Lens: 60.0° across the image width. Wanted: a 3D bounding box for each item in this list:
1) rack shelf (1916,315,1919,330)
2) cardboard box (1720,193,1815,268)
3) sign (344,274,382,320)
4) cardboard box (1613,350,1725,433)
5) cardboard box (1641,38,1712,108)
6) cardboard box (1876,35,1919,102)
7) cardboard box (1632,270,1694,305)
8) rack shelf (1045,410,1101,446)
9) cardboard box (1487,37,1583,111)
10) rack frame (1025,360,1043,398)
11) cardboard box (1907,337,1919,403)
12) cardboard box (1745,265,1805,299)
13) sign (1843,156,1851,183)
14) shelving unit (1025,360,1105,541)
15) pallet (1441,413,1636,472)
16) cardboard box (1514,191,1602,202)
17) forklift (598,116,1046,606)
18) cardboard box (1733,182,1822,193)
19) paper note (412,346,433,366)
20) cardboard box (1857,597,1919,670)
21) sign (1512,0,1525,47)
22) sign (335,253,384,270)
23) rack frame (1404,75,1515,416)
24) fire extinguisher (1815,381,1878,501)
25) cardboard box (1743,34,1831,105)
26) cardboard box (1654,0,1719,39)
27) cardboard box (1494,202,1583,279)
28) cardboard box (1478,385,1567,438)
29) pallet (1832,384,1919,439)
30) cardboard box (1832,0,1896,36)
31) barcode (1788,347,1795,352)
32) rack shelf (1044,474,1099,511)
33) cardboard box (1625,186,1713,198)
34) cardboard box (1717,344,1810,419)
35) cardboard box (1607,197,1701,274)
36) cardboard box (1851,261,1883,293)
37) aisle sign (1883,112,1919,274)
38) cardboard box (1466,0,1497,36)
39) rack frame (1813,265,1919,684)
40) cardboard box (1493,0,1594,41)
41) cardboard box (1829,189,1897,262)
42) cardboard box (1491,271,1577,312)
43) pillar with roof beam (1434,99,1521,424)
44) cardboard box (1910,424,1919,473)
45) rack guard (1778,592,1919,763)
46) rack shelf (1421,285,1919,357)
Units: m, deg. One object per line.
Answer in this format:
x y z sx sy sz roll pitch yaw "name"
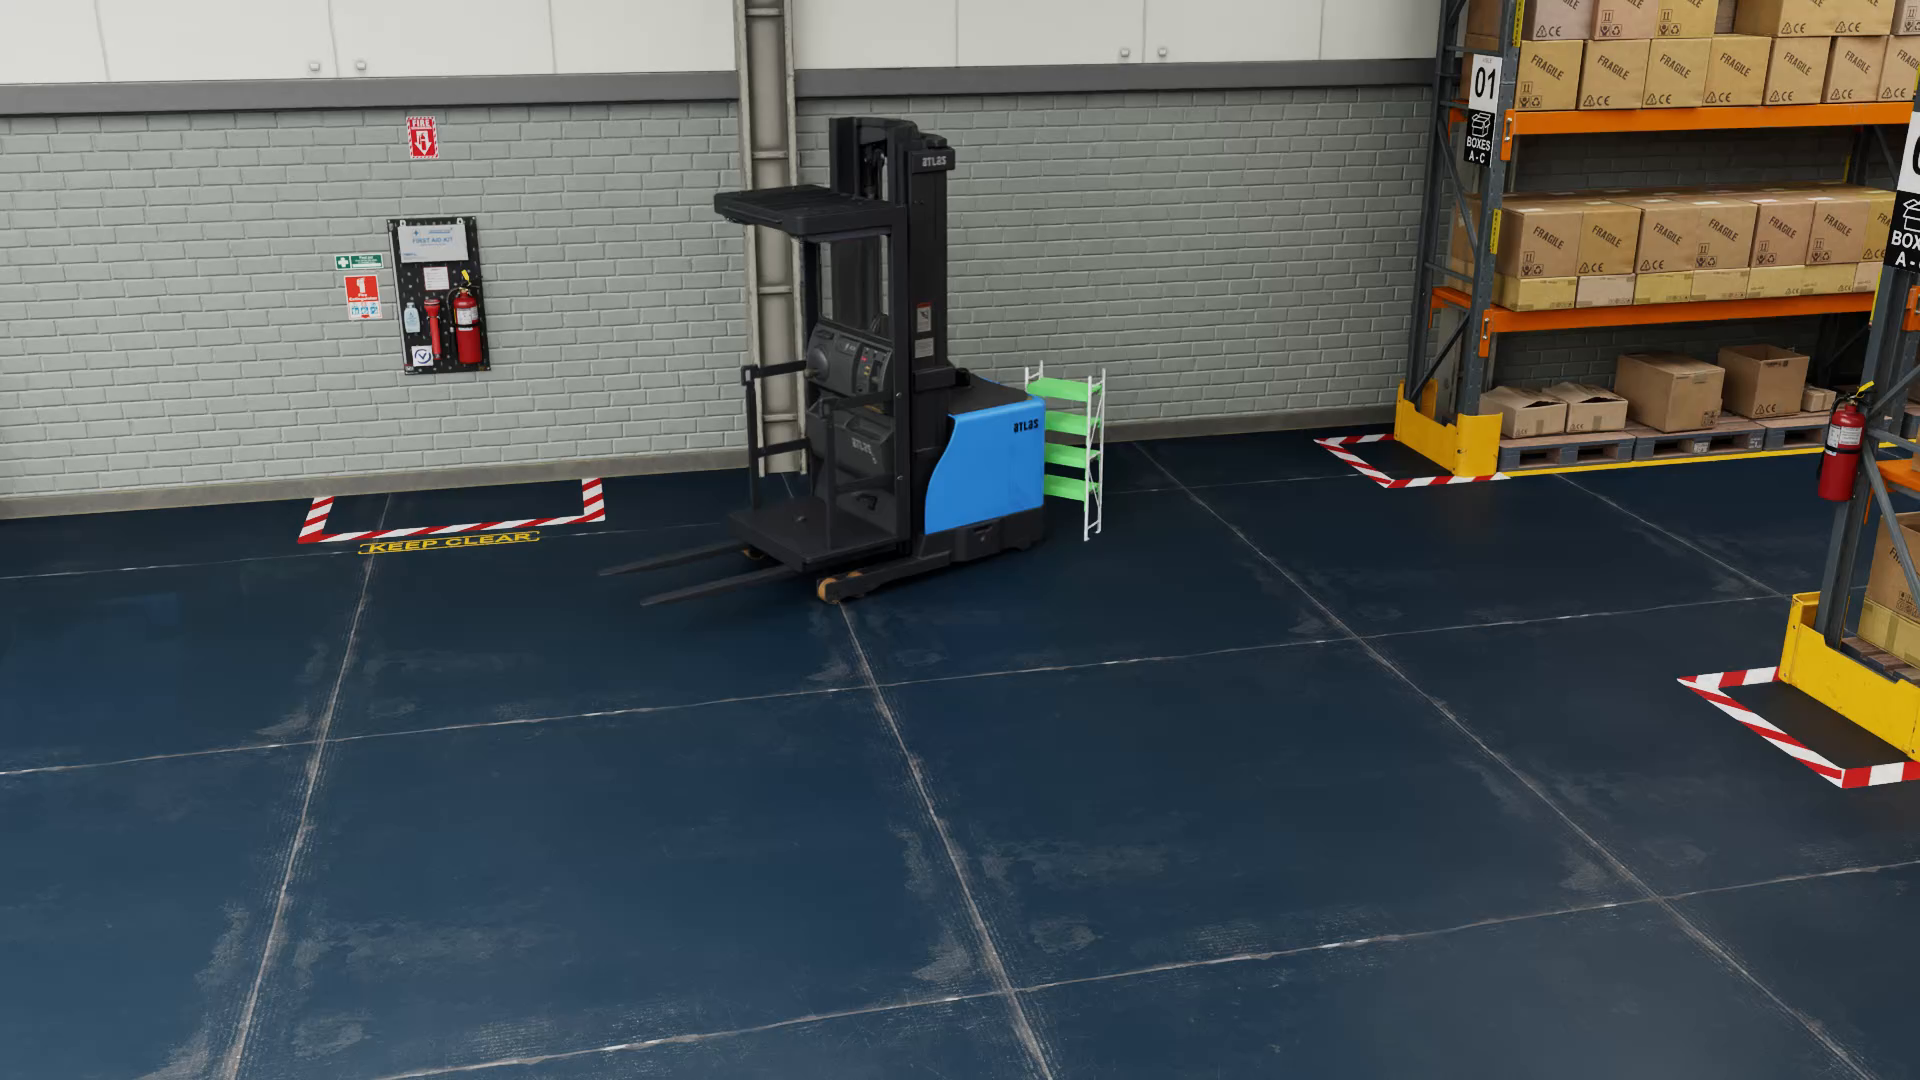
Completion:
9.752 -2.240 14.614 4.000 0.370 1.077 -5 21 -12 "rack shelf"
6.440 -2.492 13.355 0.500 0.500 0.500 -5 21 -14 "cardboard box"
-4.419 -1.798 12.309 0.234 0.329 0.001 -5 21 -12 "sign"
5.887 -1.247 13.852 0.500 0.500 0.700 -6 21 -16 "cardboard box"
5.331 -3.583 12.701 0.500 0.500 0.500 -4 20 -10 "cardboard box"
7.369 -3.761 13.186 0.500 0.500 0.500 -4 21 -11 "cardboard box"
5.460 -2.058 13.262 0.500 0.250 0.500 -5 21 -13 "cardboard box"
0.735 -0.799 11.739 0.480 0.148 0.258 11 23 28 "rack shelf"
4.296 -3.510 12.501 0.500 0.500 0.500 -4 21 -11 "cardboard box"
0.523 -0.676 11.914 0.015 1.200 0.240 11 23 28 "rack frame"
8.518 -1.516 14.587 0.500 0.500 0.700 -4 20 -11 "cardboard box"
6.442 -2.138 13.479 0.500 0.250 0.500 -5 21 -13 "cardboard box"
7.674 -3.149 14.366 0.005 0.325 0.100 -5 21 -12 "sign"
0.735 -0.634 11.800 0.503 1.200 0.258 11 23 28 "shelving unit"
4.786 -0.852 13.833 1.213 0.211 1.003 -5 21 -12 "pallet"
4.815 -2.539 13.483 0.500 0.500 0.500 -4 21 -12 "cardboard box"
-0.891 -1.170 10.747 3.031 2.935 1.130 -14 24 -33 "forklift"
6.796 -2.704 13.933 0.500 0.500 0.500 -5 21 -13 "cardboard box"
-4.046 -1.386 12.517 0.142 0.148 0.016 -5 21 -12 "paper note"
5.510 0.508 9.455 0.500 0.250 0.500 -5 21 -12 "cardboard box"
4.038 -3.740 12.032 0.005 0.325 0.100 -5 21 -12 "sign"
-4.413 -2.044 12.211 0.331 0.109 0.001 -5 21 -12 "sign"
3.913 -2.103 13.194 0.127 3.000 1.000 -5 21 -12 "rack frame"
4.835 -0.555 9.081 0.183 0.674 0.296 -5 21 -12 "fire extinguisher"
6.345 -3.669 12.935 0.500 0.500 0.500 -5 21 -15 "cardboard box"
5.340 -4.053 12.530 0.500 0.500 0.500 -4 21 -11 "cardboard box"
4.447 -2.331 12.916 0.500 0.500 0.500 -5 21 -12 "cardboard box"
4.607 -1.072 13.648 0.500 0.311 0.500 -7 21 -19 "cardboard box"
8.563 -1.172 14.708 1.213 0.211 1.003 -5 21 -12 "pallet"
6.847 -4.176 12.865 0.500 0.500 0.500 -4 20 -10 "cardboard box"
7.225 -1.640 14.460 0.075 0.075 0.001 -5 21 -12 "barcode"
0.736 -0.349 11.905 0.480 0.148 0.258 11 23 28 "rack shelf"
5.807 -2.621 13.708 0.500 0.500 0.500 -4 21 -12 "cardboard box"
6.805 -1.357 14.152 0.500 0.500 0.500 -6 21 -17 "cardboard box"
5.434 -2.406 13.120 0.500 0.500 0.500 -5 21 -14 "cardboard box"
7.414 -2.219 13.702 0.500 0.250 0.500 -5 21 -12 "cardboard box"
4.925 -1.759 8.475 0.004 0.787 0.394 -5 21 -12 "aisle sign"
4.272 -4.159 12.818 0.500 0.500 0.500 -4 20 -10 "cardboard box"
5.056 -0.445 8.668 0.127 3.000 1.000 -5 21 -12 "rack frame"
4.344 -3.986 12.347 0.500 0.500 0.500 -6 21 -16 "cardboard box"
7.417 -2.570 13.567 0.500 0.500 0.500 -5 21 -13 "cardboard box"
4.461 -1.974 13.032 0.500 0.250 0.500 -5 21 -14 "cardboard box"
5.386 -3.824 9.170 0.400 9.000 9.100 -5 21 -12 "pillar with roof beam"
5.514 -0.525 8.740 0.500 0.500 0.700 -5 21 -12 "cardboard box"
5.033 0.731 9.093 0.348 0.500 1.175 -5 21 -12 "rack guard"
5.859 -1.923 13.750 4.000 0.370 1.077 -5 21 -12 "rack shelf"
